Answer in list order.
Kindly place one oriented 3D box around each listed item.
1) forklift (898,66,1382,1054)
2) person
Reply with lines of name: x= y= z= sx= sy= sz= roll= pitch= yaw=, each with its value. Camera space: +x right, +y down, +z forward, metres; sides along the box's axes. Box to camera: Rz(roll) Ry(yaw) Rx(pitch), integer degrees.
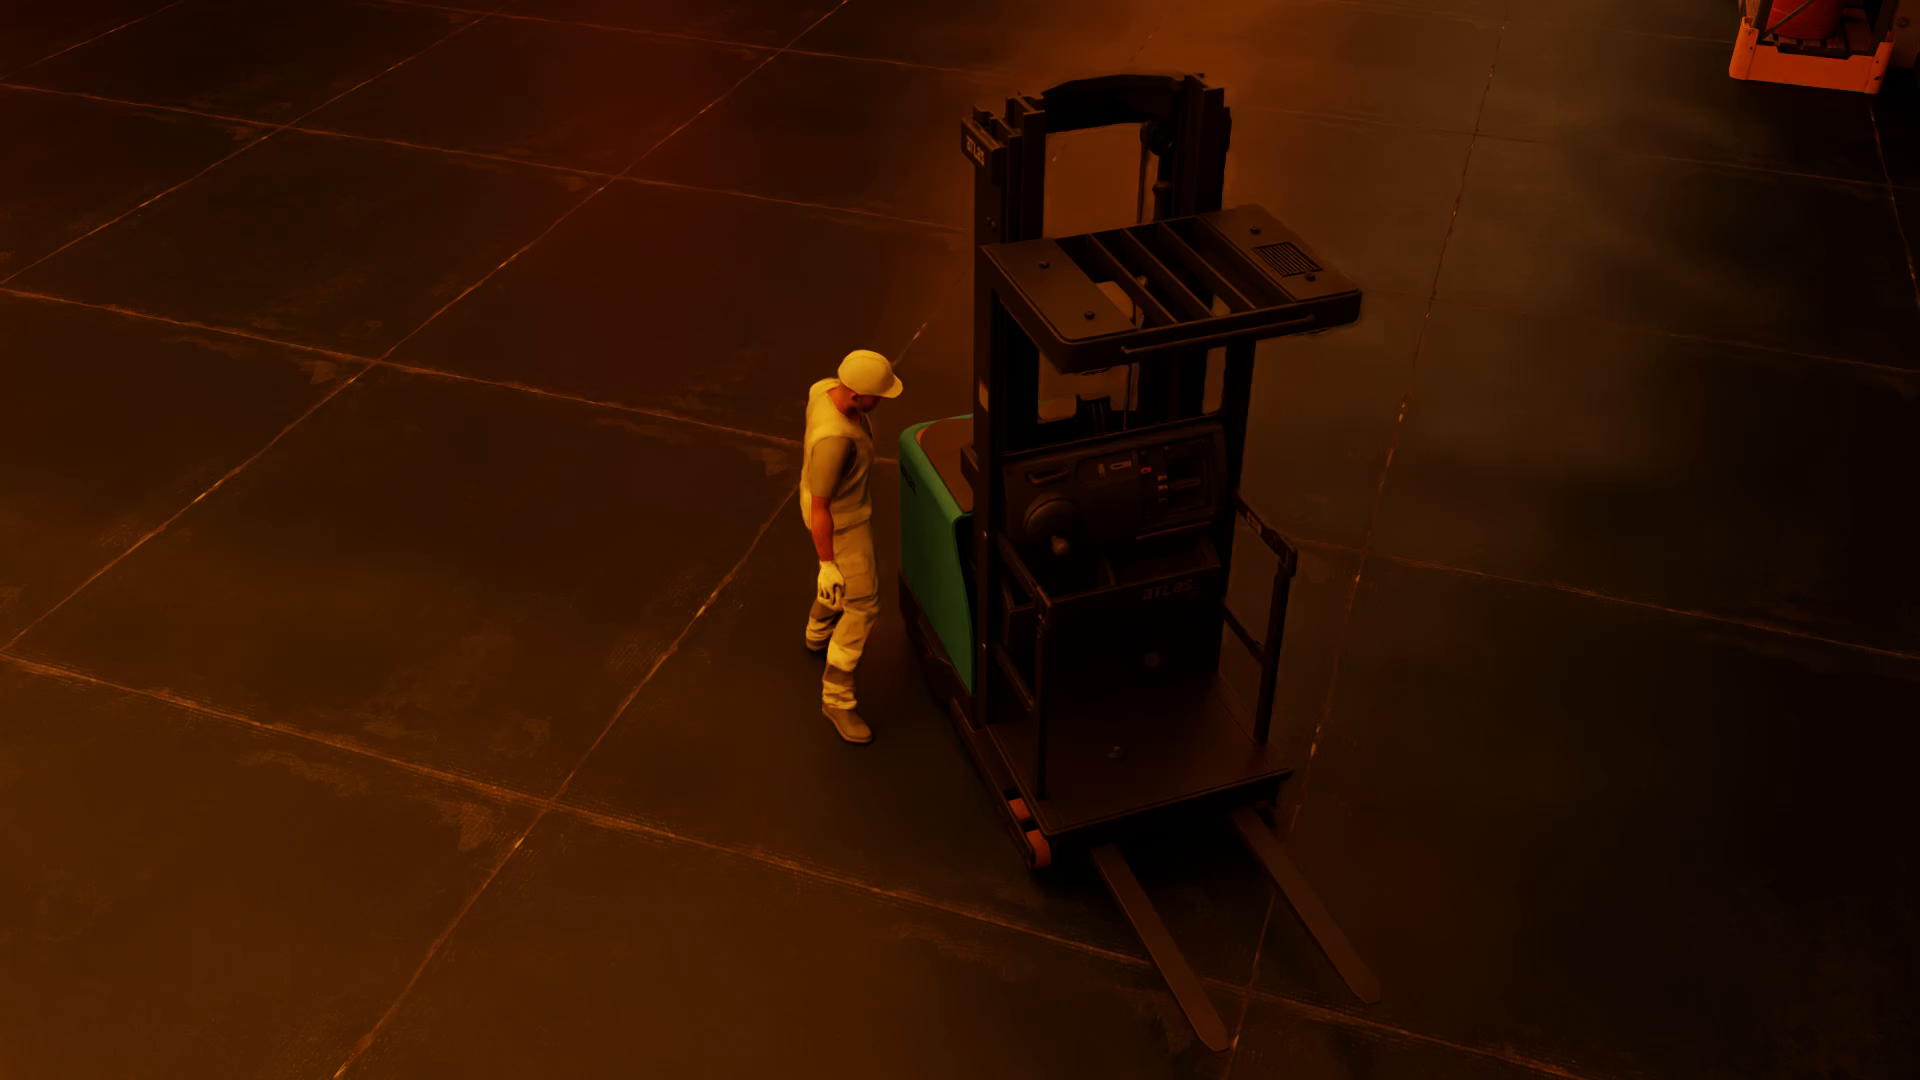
forklift: x=0.683 y=-0.127 z=6.290 sx=1.130 sy=2.935 sz=3.031 roll=-12 pitch=37 yaw=-16
person: x=-0.476 y=-0.088 z=7.298 sx=0.472 sy=1.723 sz=1.059 roll=-4 pitch=36 yaw=-5
